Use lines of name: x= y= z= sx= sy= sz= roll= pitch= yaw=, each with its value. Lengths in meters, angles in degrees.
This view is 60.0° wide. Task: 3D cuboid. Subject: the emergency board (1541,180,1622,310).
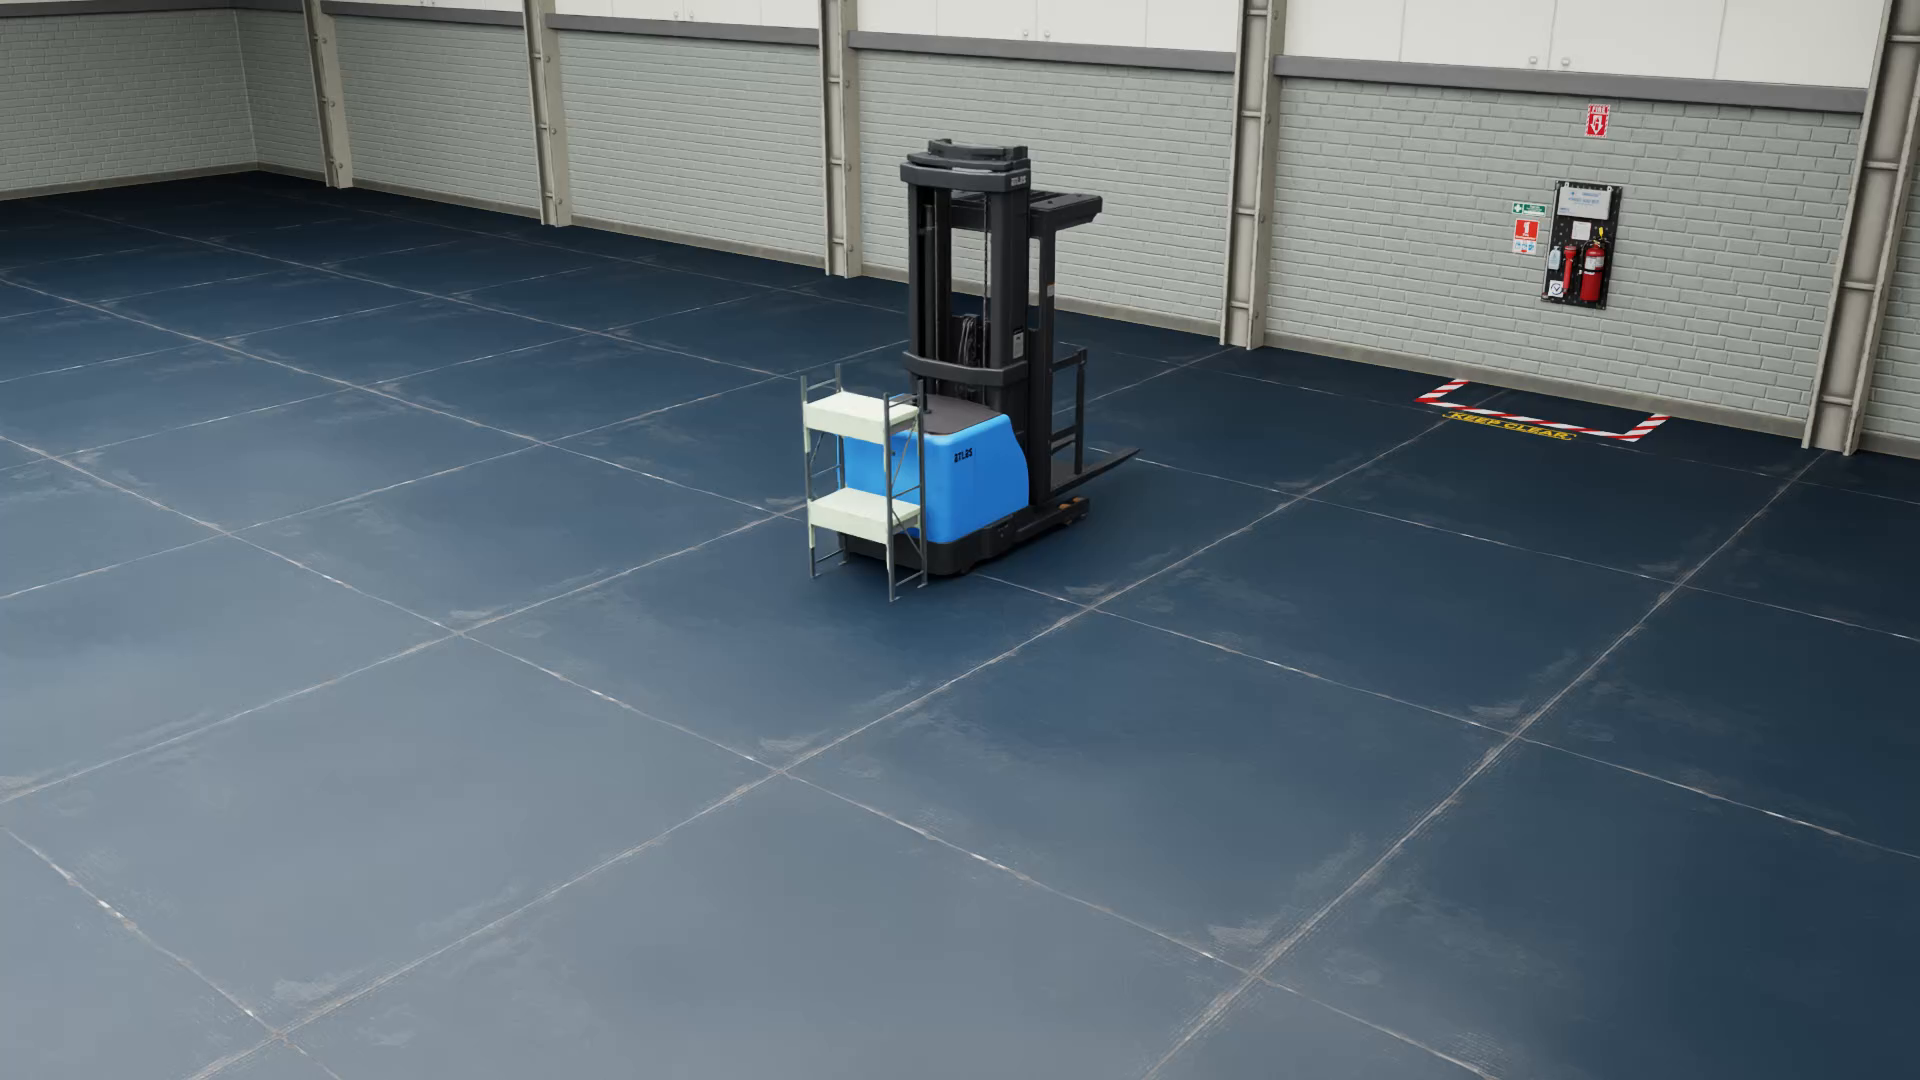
emergency board: x=5.879 y=-2.791 z=15.818 sx=0.643 sy=1.169 sz=0.194 roll=16 pitch=26 yaw=36

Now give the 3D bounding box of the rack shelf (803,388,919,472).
rack shelf: x=-0.668 y=-0.767 z=11.459 sx=0.720 sy=0.370 sz=0.431 roll=15 pitch=26 yaw=34

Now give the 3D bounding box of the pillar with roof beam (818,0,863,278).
pillar with roof beam: x=-4.249 y=-6.537 z=17.249 sx=0.400 sy=9.000 sz=9.100 roll=16 pitch=26 yaw=36

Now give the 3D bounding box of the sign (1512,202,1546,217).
sign: x=5.514 y=-3.204 z=16.111 sx=0.331 sy=0.109 sz=0.001 roll=16 pitch=26 yaw=36

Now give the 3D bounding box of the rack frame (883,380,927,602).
rack frame: x=-0.369 y=-0.327 z=11.397 sx=0.023 sy=1.500 sz=0.400 roll=15 pitch=26 yaw=34

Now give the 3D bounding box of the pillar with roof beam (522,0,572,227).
pillar with roof beam: x=-8.898 y=-7.875 z=20.798 sx=0.400 sy=9.000 sz=9.100 roll=16 pitch=26 yaw=36

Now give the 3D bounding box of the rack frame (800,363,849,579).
rack frame: x=-0.956 y=-0.482 z=11.807 sx=0.023 sy=1.500 sz=0.400 roll=15 pitch=26 yaw=34

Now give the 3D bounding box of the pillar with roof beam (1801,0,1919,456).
pillar with roof beam: x=5.047 y=-3.859 z=10.149 sx=0.400 sy=9.000 sz=9.100 roll=16 pitch=26 yaw=36

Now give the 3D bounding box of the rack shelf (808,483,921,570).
rack shelf: x=-0.659 y=-0.101 z=11.722 sx=0.720 sy=0.370 sz=0.431 roll=15 pitch=26 yaw=34

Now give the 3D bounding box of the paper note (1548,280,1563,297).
paper note: x=5.785 y=-2.437 z=16.128 sx=0.142 sy=0.148 sz=0.016 roll=16 pitch=26 yaw=36

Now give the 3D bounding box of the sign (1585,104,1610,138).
sign: x=5.936 y=-3.905 z=15.486 sx=0.199 sy=0.298 sz=0.001 roll=16 pitch=26 yaw=36

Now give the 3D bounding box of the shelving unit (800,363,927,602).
shelving unit: x=-0.663 y=-0.404 z=11.602 sx=0.755 sy=1.500 sz=0.431 roll=15 pitch=26 yaw=34

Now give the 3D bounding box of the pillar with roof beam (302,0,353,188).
pillar with roof beam: x=-13.546 y=-9.214 z=24.348 sx=0.400 sy=9.000 sz=9.100 roll=16 pitch=26 yaw=36

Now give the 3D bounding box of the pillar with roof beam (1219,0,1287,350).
pillar with roof beam: x=0.399 y=-5.198 z=13.699 sx=0.400 sy=9.000 sz=9.100 roll=16 pitch=26 yaw=36

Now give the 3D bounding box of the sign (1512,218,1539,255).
sign: x=5.516 y=-2.959 z=16.214 sx=0.234 sy=0.329 sz=0.001 roll=16 pitch=26 yaw=36

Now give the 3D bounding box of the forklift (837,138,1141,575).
forklift: x=0.370 y=-1.579 z=12.702 sx=1.130 sy=2.935 sz=3.031 roll=14 pitch=25 yaw=34
